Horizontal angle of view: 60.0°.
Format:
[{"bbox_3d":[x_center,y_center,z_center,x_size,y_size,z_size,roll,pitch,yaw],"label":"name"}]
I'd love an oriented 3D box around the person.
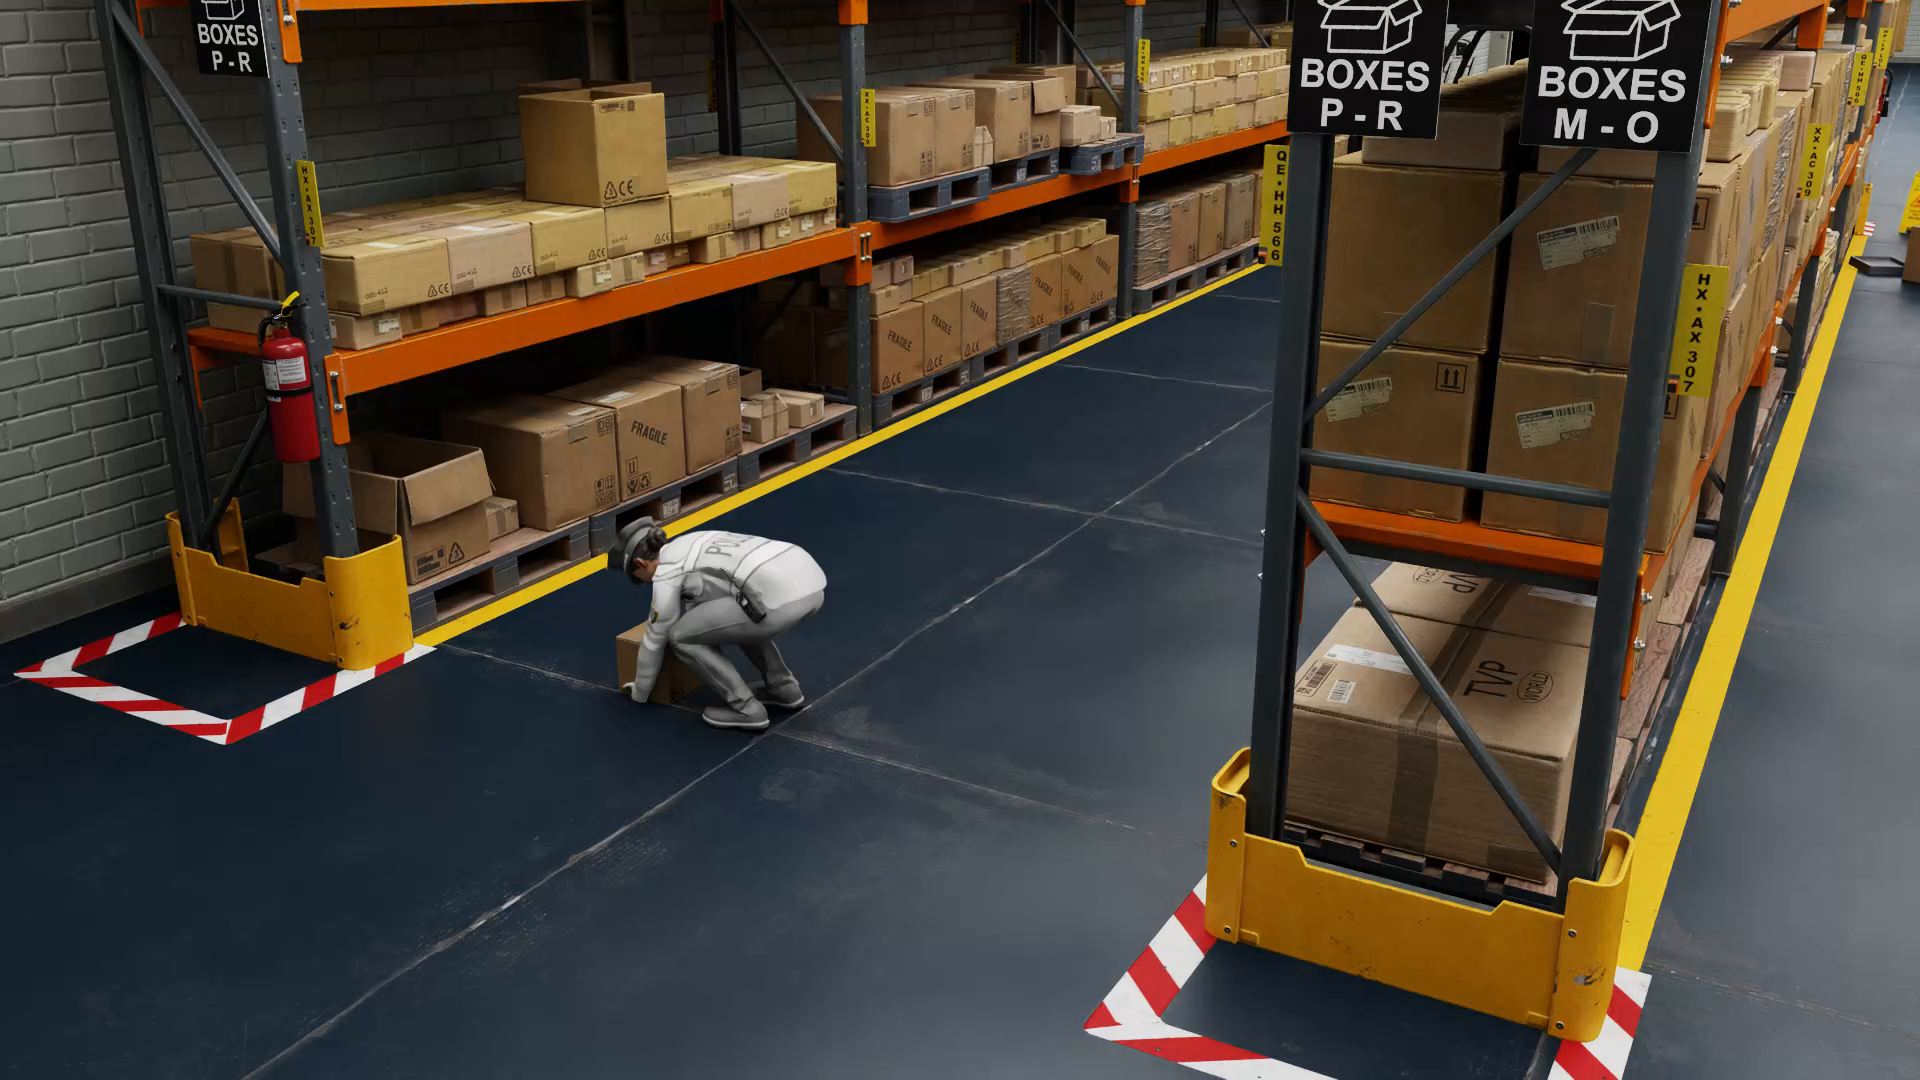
[{"bbox_3d":[-0.965,0.319,6.564,0.915,0.762,0.456,10,22,26],"label":"person"}]
